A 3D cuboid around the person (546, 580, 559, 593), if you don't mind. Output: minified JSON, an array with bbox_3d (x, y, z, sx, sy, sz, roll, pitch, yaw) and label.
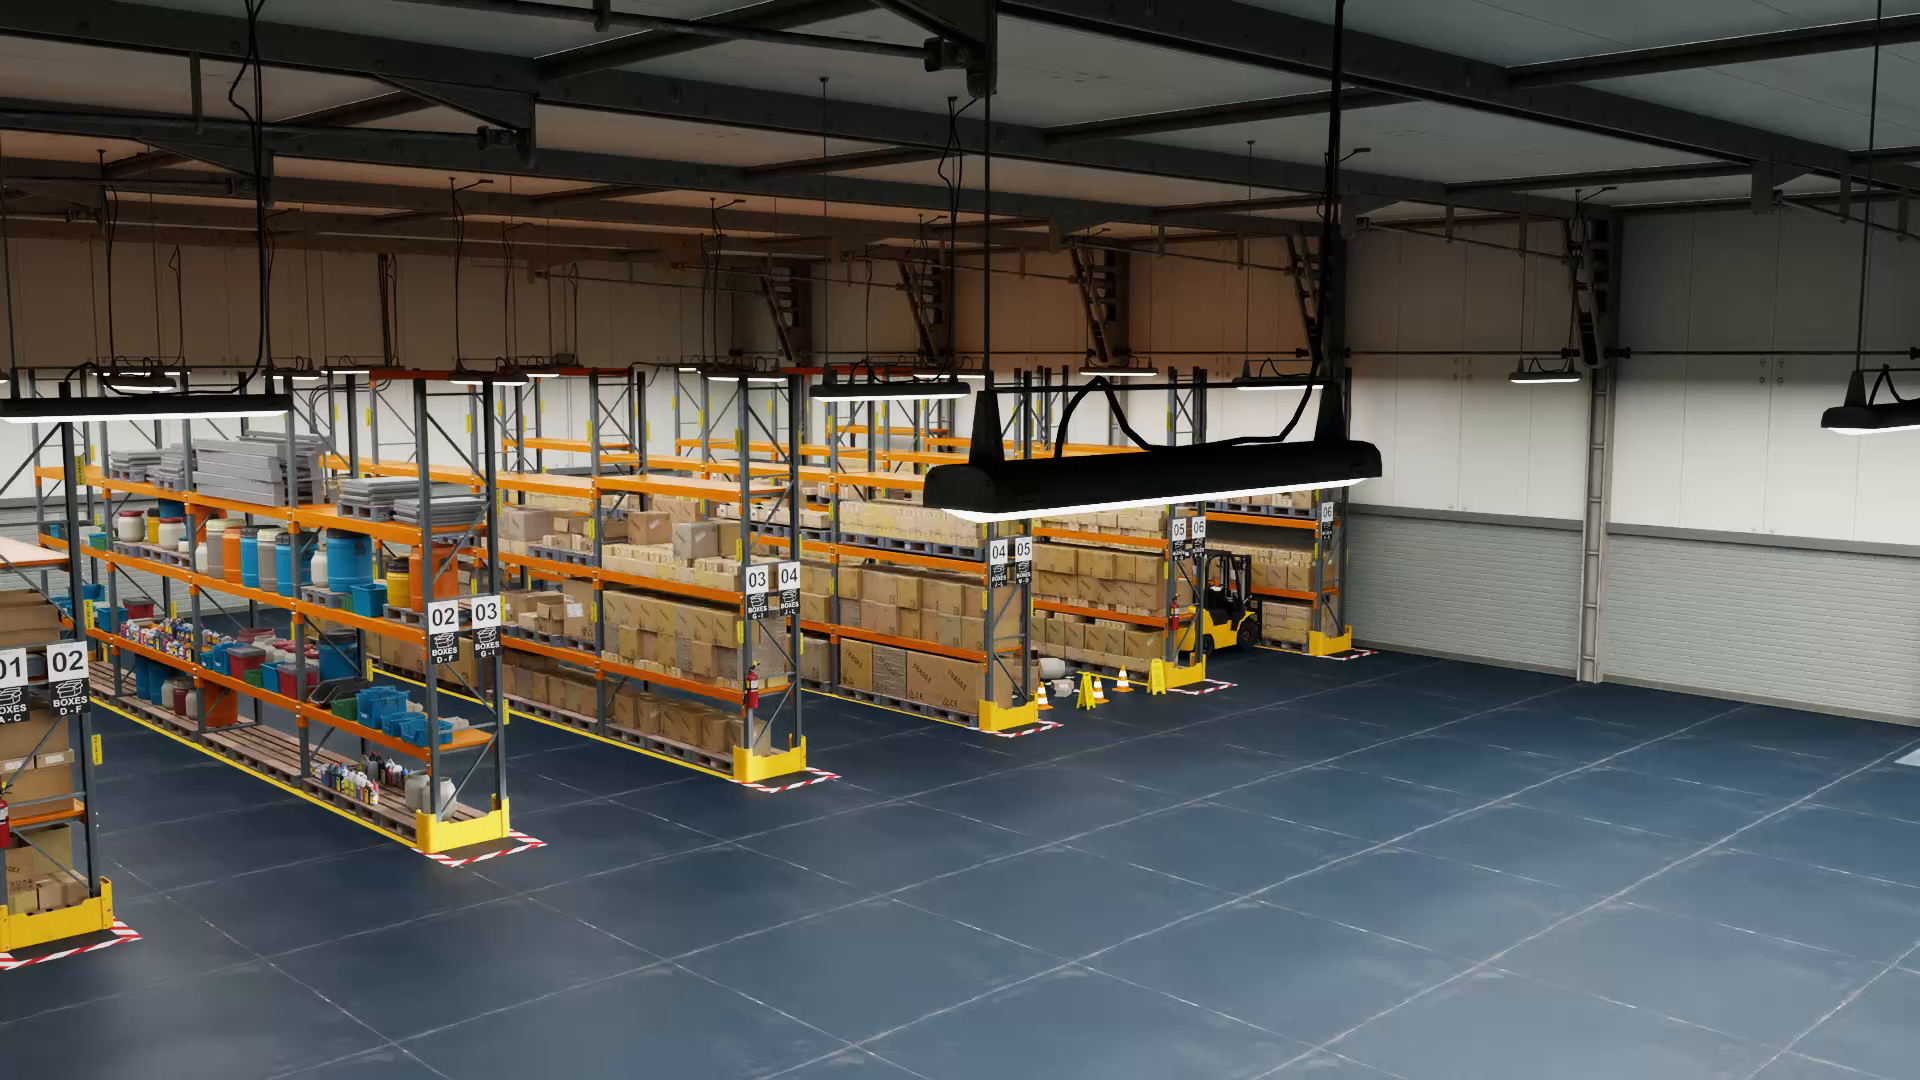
[{"bbox_3d":[-10.074,0.862,40.885,0.806,1.788,0.628,1,7,10],"label":"person"}]
